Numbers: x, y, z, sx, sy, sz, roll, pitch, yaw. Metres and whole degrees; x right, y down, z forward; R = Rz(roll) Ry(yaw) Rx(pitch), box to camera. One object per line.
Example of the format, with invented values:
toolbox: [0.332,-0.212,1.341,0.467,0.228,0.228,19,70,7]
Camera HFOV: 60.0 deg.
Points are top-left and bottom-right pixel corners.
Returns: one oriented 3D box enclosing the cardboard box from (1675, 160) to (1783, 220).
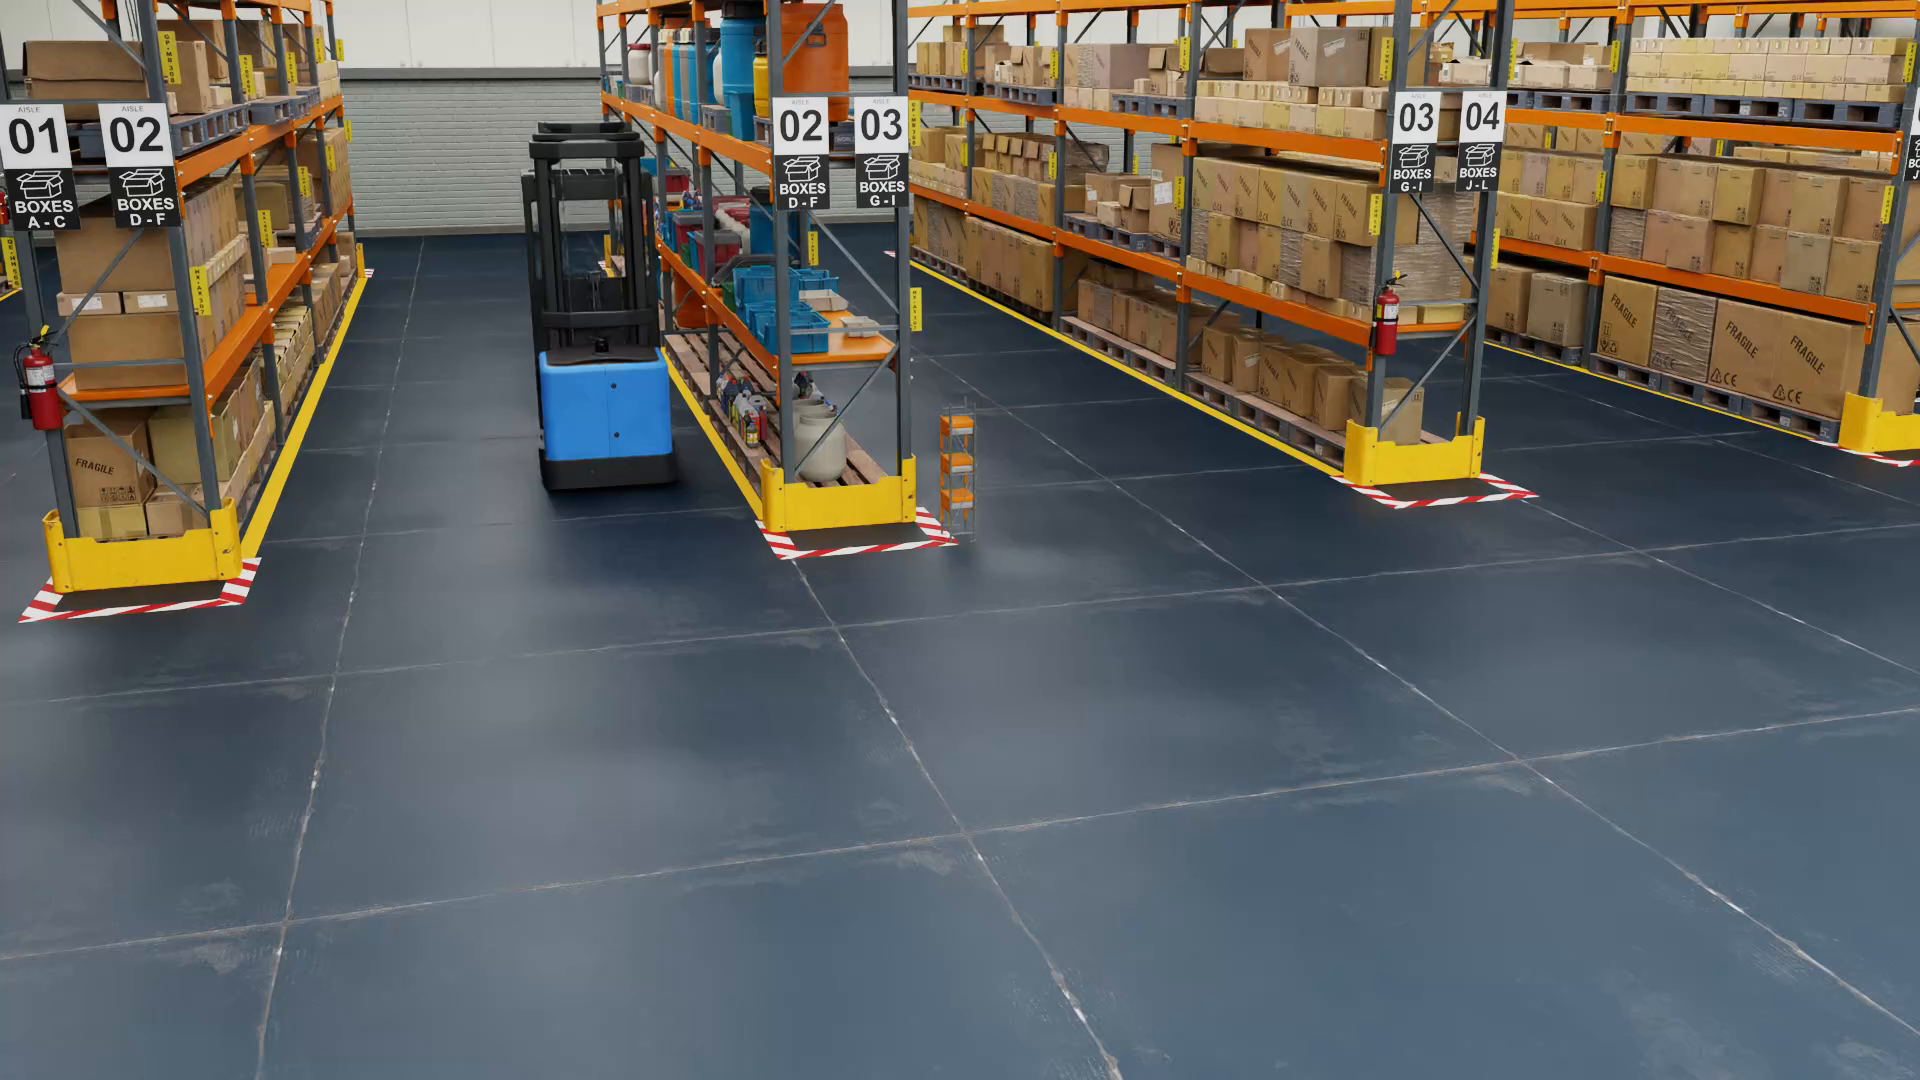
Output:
cardboard box: [7.938,-3.609,17.116,0.875,0.550,0.550,-5,17,-15]

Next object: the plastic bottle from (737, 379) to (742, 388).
plastic bottle: [-2.085,-1.381,15.791,0.061,0.283,0.133,-5,17,-15]

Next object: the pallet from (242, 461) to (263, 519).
pallet: [-6.215,-0.385,13.367,1.003,0.211,1.213,-5,17,-15]

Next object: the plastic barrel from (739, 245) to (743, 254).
plastic barrel: [-2.185,-2.984,17.414,0.301,0.262,0.301,0,17,0]

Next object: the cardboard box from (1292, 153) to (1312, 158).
cardboard box: [5.208,-5.714,24.932,0.380,0.149,0.250,-5,17,-15]

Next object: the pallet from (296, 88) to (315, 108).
pallet: [-8.531,-5.369,20.223,1.213,0.211,1.003,-5,17,-15]

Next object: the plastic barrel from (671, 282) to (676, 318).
plastic barrel: [-3.460,-3.072,21.058,0.421,0.512,0.421,0,17,0]

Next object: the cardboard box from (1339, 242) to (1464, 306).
cardboard box: [3.768,-2.302,14.211,0.875,0.500,0.500,-5,17,-15]

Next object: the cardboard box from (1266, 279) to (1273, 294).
cardboard box: [3.101,-2.381,15.601,0.380,0.149,0.250,-5,17,-15]

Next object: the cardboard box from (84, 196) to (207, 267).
cardboard box: [-6.053,-2.274,12.379,0.700,0.500,0.500,-5,17,-15]

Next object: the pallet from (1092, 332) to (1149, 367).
pallet: [2.239,-2.282,19.681,1.003,0.211,1.213,-5,17,-15]

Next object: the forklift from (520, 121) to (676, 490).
forklift: [-3.239,-2.198,14.674,1.130,2.935,3.031,-4,17,-14]

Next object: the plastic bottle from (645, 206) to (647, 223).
plastic bottle: [-4.056,-4.284,21.724,0.097,0.271,0.097,0,17,0]

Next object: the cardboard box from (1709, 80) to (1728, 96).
cardboard box: [7.715,-4.514,16.583,0.380,0.149,0.250,-5,17,-15]

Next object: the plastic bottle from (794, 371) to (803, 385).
plastic bottle: [-1.515,-1.459,15.935,0.144,0.351,0.185,-5,17,-17]

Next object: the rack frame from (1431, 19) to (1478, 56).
rack frame: [9.024,-10.040,30.234,1.000,3.000,0.127,-5,17,-15]

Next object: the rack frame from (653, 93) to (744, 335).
rack frame: [-3.068,-3.779,19.818,1.000,3.000,0.127,-5,17,-15]

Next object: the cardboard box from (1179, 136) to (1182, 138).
cardboard box: [4.160,-7.271,29.017,0.500,0.500,0.500,-5,17,-16]

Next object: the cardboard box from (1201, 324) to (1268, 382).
cardboard box: [2.865,-1.954,17.359,0.500,0.500,0.500,-5,18,-17]

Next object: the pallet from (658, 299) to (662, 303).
pallet: [-3.995,-3.333,23.181,1.003,0.211,1.213,-5,17,-15]

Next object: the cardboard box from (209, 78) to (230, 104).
cardboard box: [-6.893,-4.019,14.934,0.500,0.250,0.500,-3,17,-9]

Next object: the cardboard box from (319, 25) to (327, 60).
cardboard box: [-9.874,-7.424,24.826,0.700,0.500,0.500,-5,17,-15]

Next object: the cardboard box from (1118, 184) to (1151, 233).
cardboard box: [2.228,-3.787,18.935,0.797,0.503,0.637,-3,17,-10]

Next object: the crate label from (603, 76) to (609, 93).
crate label: [-5.324,-7.076,25.840,0.408,0.251,0.502,-5,17,-15]

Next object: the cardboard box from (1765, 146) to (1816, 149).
cardboard box: [11.615,-5.242,23.267,0.500,0.500,0.500,-5,17,-17]

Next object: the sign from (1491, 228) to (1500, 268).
sign: [4.414,-2.415,13.773,0.100,0.325,0.005,-5,17,-15]

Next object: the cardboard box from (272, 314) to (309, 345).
cardboard box: [-7.302,-2.272,17.878,0.500,0.311,0.500,-5,17,-16]

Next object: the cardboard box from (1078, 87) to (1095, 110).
cardboard box: [1.719,-5.243,19.739,0.500,0.250,0.500,-4,17,-14]

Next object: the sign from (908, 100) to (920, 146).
sign: [-0.340,-3.049,12.159,0.100,0.325,0.005,-5,17,-15]

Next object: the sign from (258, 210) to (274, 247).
sign: [-6.199,-2.779,14.846,0.100,0.325,0.005,-5,17,-15]

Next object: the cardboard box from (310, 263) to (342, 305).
cardboard box: [-8.520,-3.394,22.118,0.500,0.500,0.500,-5,17,-16]

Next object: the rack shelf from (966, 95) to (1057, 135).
rack shelf: [1.144,-5.816,22.635,1.077,0.370,4.000,-5,17,-15]

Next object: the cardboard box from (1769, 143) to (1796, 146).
cardboard box: [14.741,-7.317,30.035,0.500,0.500,0.500,-5,17,-17]

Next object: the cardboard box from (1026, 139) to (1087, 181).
cardboard box: [1.332,-5.083,22.241,0.797,0.503,0.637,-4,17,-14]

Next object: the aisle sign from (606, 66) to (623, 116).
aisle sign: [-5.572,-7.233,26.799,0.394,0.787,0.004,-5,17,-15]

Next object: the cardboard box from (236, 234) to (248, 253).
cardboard box: [-6.452,-2.582,14.533,0.380,0.149,0.250,-5,17,-15]

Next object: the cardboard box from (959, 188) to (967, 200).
cardboard box: [0.196,-5.215,25.036,0.380,0.149,0.250,-5,17,-15]

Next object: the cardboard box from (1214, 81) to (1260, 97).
cardboard box: [2.725,-4.437,16.363,0.380,0.149,0.250,-6,18,-18]

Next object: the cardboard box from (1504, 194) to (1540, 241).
cardboard box: [6.912,-3.879,19.977,0.500,0.500,0.500,-5,17,-15]

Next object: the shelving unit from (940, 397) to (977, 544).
shelving unit: [-0.014,-0.518,12.350,0.215,1.050,0.252,-5,17,-15]

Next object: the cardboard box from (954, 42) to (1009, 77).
cardboard box: [0.322,-7.222,24.989,0.700,0.500,0.500,-6,18,-19]

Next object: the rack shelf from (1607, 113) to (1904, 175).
rack shelf: [8.140,-3.967,16.481,1.077,0.370,4.000,-5,17,-15]

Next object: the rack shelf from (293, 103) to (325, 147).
rack shelf: [-8.381,-5.034,20.031,1.077,0.370,4.000,-5,17,-15]

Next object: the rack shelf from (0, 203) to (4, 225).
rack shelf: [-14.243,-4.311,22.839,1.077,0.370,4.000,-5,17,-15]

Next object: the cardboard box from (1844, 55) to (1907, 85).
cardboard box: [8.286,-4.191,14.817,0.500,0.250,0.500,-4,17,-15]

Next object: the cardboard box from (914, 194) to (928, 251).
cardboard box: [-0.252,-5.396,28.165,0.875,0.875,0.875,-5,17,-15]

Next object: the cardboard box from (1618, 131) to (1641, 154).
cardboard box: [10.418,-6.023,25.376,0.500,0.500,0.500,-5,17,-16]

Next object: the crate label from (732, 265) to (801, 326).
crate label: [-1.636,-2.071,14.070,0.502,0.435,0.616,-5,17,-15]

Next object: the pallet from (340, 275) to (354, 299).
pallet: [-9.458,-3.687,24.361,1.003,0.211,1.213,-5,17,-15]

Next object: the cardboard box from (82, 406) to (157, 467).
cardboard box: [-6.356,-0.819,12.711,0.500,0.500,0.500,-5,17,-15]

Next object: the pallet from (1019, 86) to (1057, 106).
pallet: [1.466,-5.690,21.296,1.213,0.211,1.003,-4,17,-13]

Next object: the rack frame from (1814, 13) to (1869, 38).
rack frame: [14.895,-9.327,27.860,1.000,3.000,0.127,-5,17,-15]

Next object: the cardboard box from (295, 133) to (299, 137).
cardboard box: [-9.738,-5.561,23.839,0.500,0.500,0.500,-5,17,-16]

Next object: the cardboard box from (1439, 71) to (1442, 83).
cardboard box: [6.429,-5.995,21.514,0.380,0.149,0.250,-5,18,-17]
